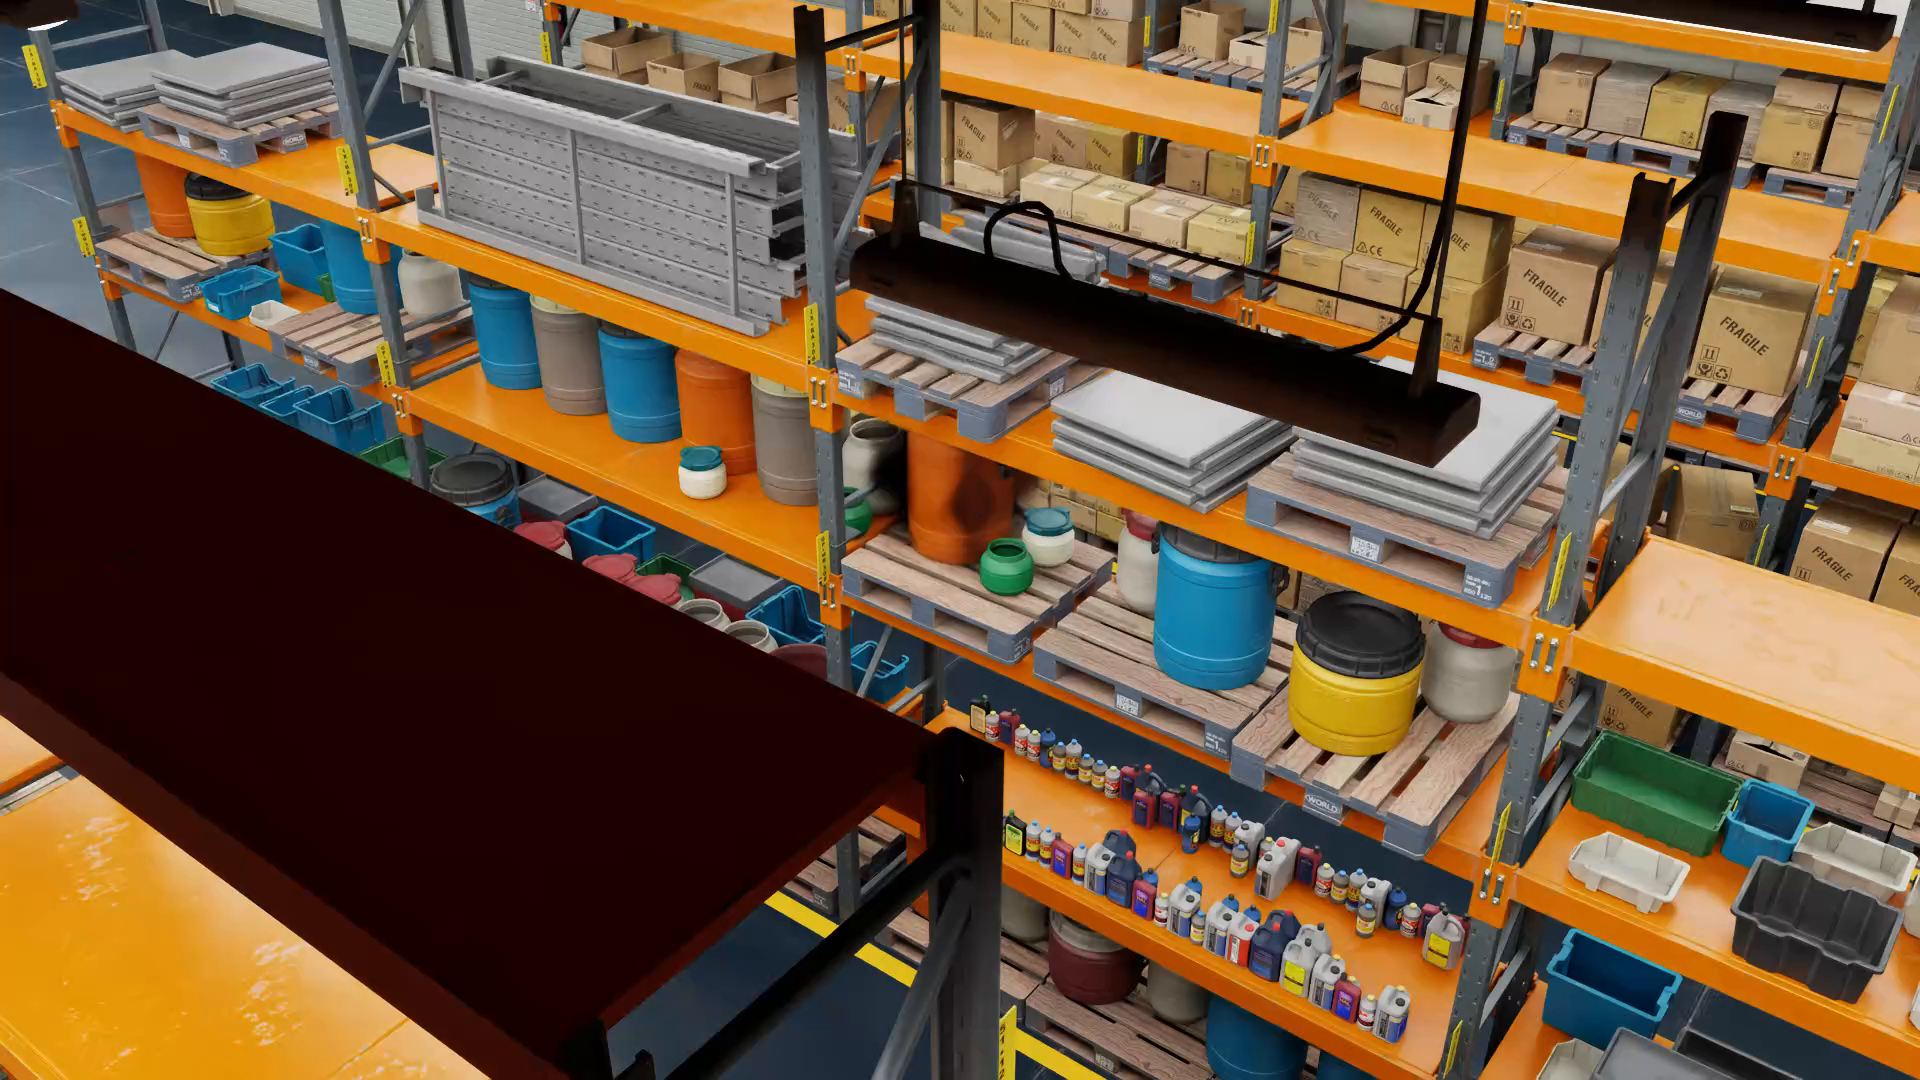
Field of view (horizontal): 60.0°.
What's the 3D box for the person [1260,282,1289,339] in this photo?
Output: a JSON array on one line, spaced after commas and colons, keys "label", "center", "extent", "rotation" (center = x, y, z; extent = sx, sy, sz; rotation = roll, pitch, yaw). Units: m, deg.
[{"label": "person", "center": [3.053, -1.765, 16.568], "extent": [0.608, 1.688, 0.646], "rotation": [-17, 35, -25]}]
